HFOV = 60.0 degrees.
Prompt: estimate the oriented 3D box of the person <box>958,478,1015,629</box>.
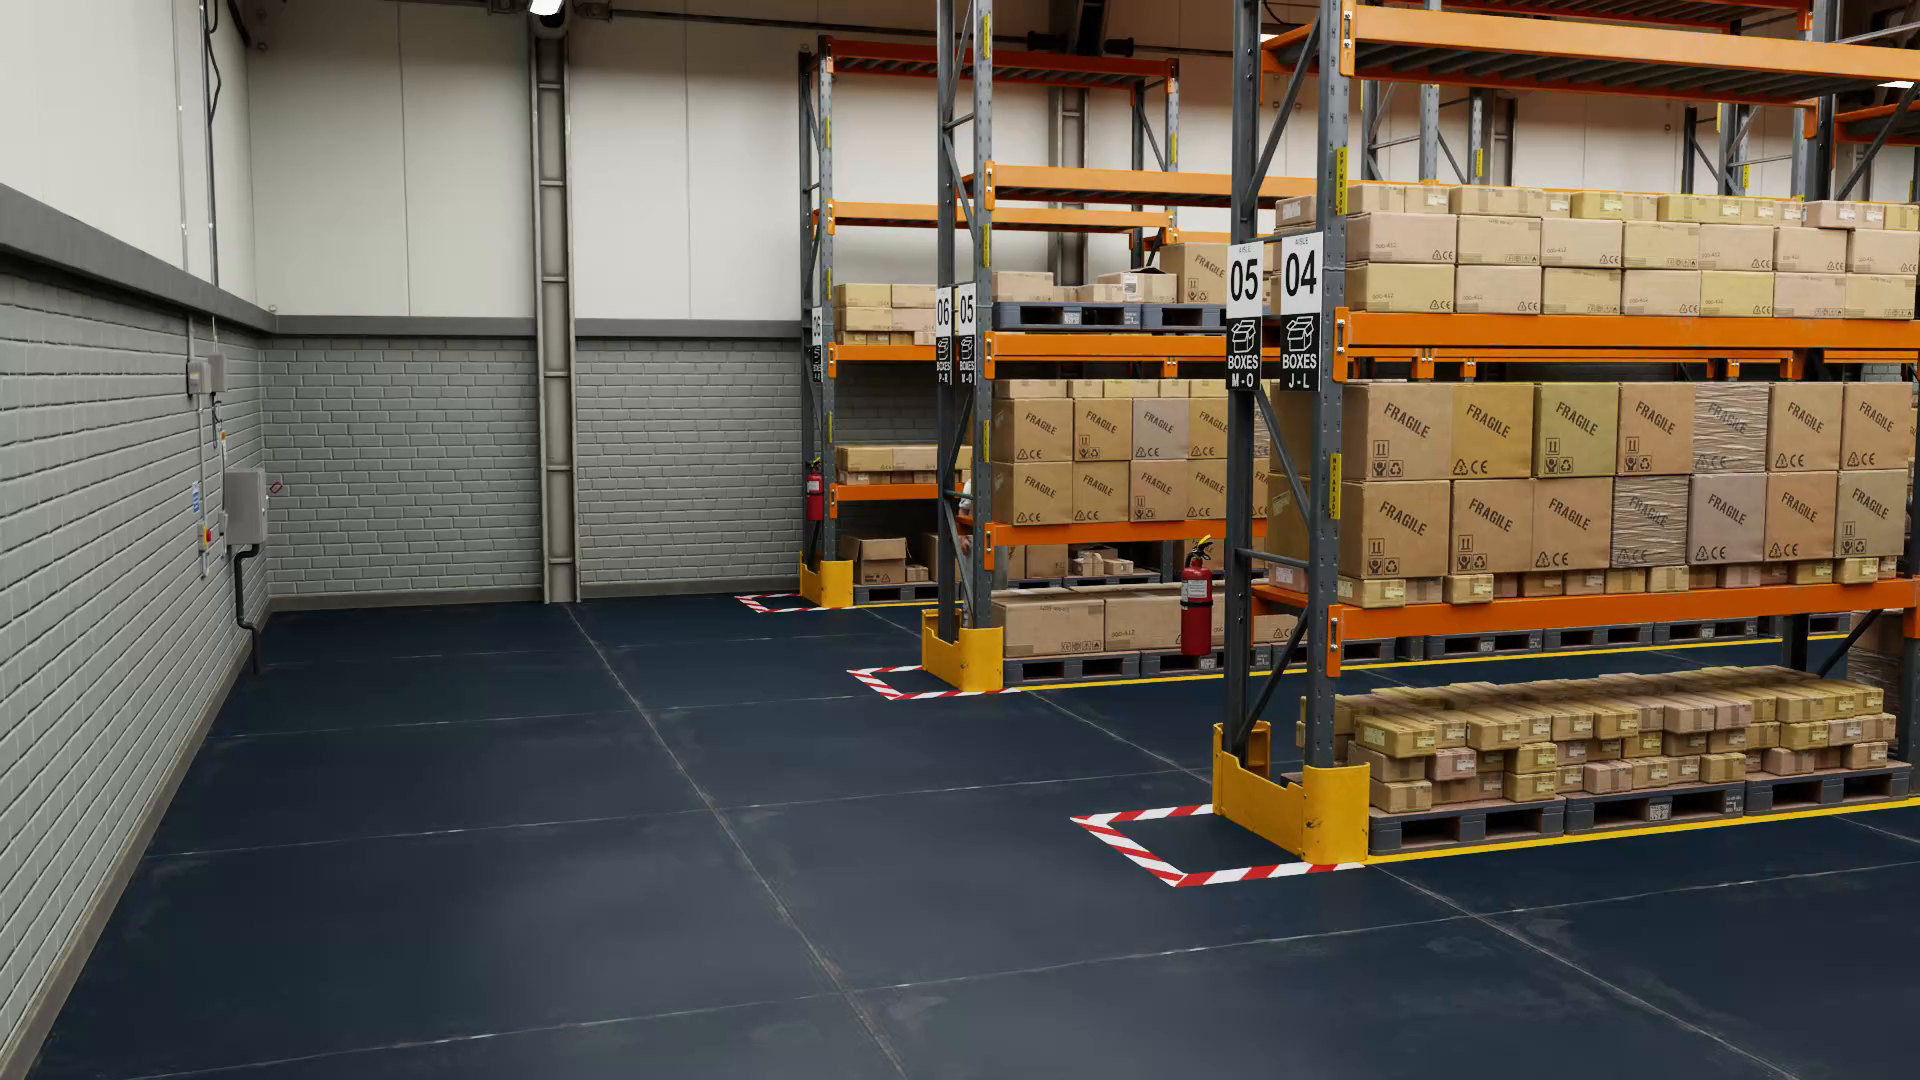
[{"bbox_3d":[0.270,-0.002,16.308,0.584,1.747,0.475,-2,6,-20],"label":"person"}]
